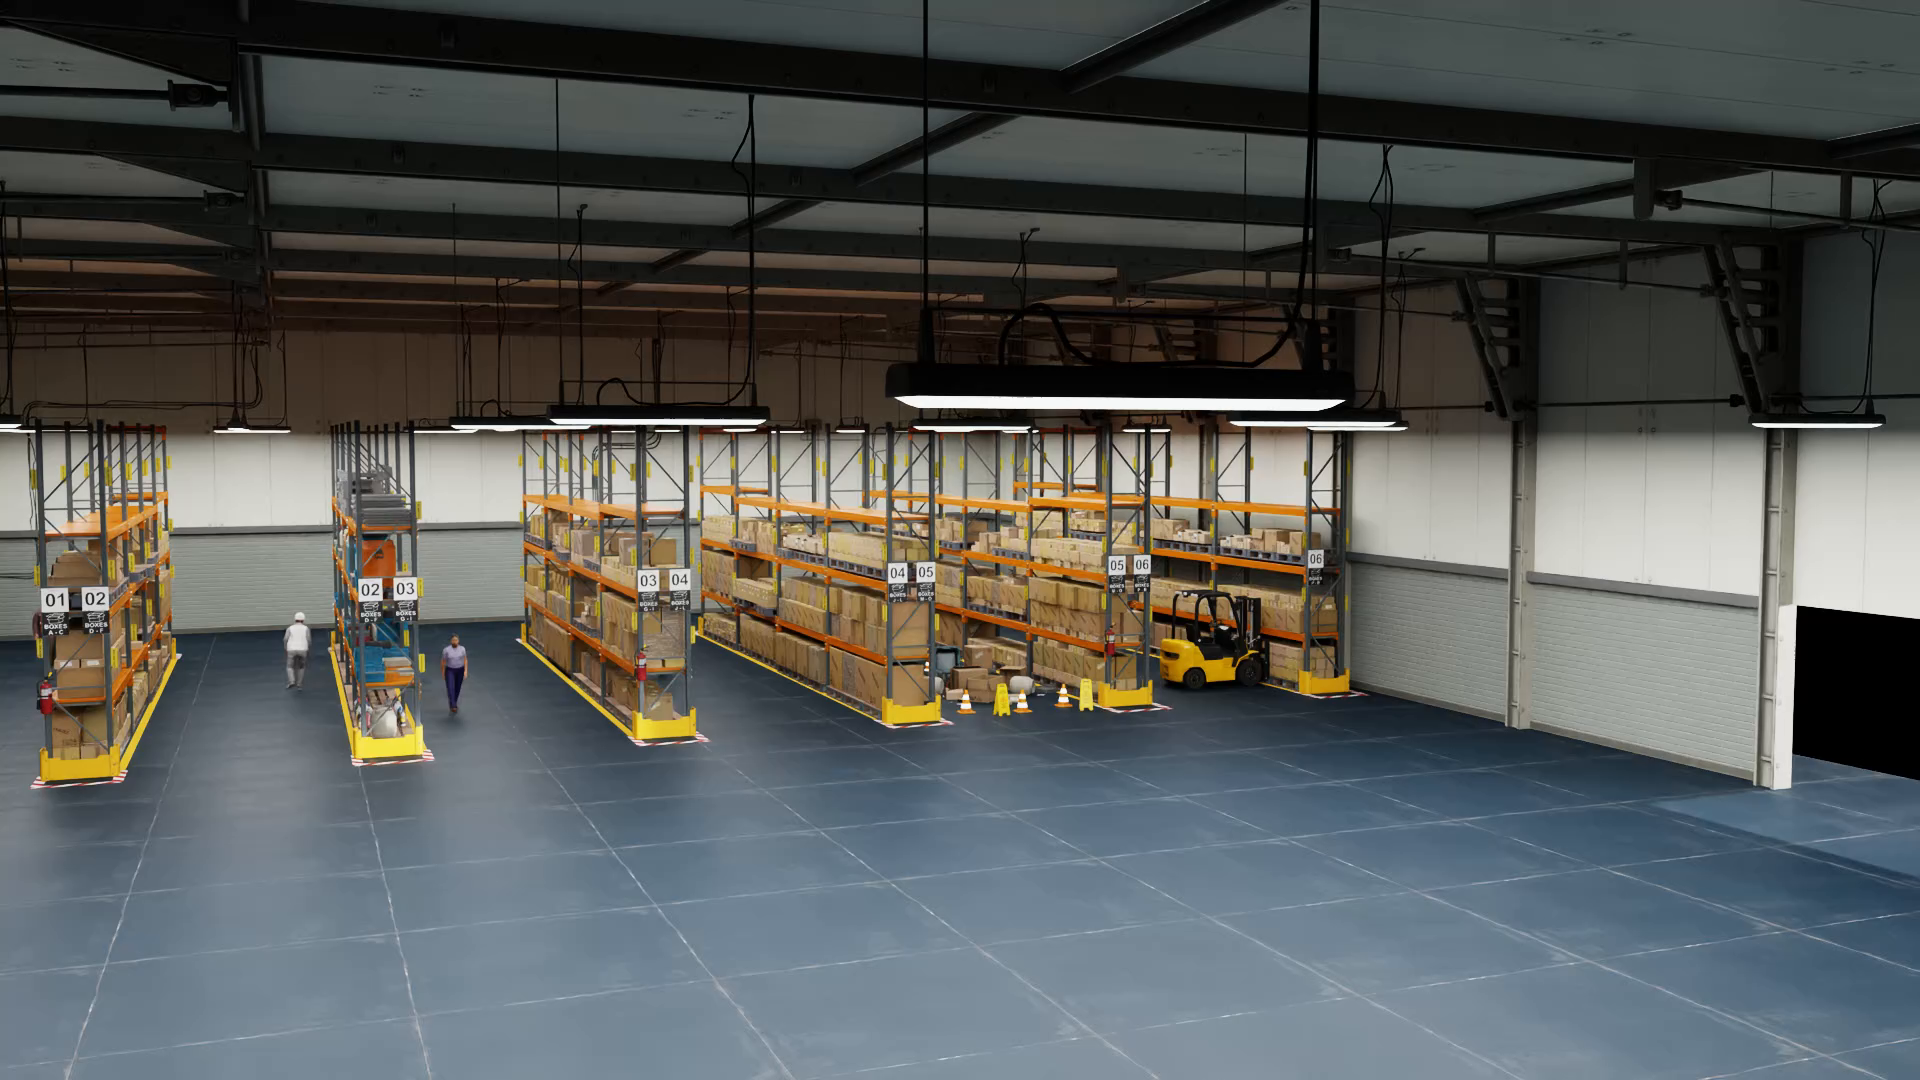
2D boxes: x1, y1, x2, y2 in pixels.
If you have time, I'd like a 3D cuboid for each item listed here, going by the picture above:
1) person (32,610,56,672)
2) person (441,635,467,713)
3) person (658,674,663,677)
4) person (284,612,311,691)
[{"bbox_3d":[-22.247,2.316,40.437,0.535,1.718,1.157,-1,4,-20],"label":"person"},{"bbox_3d":[-10.445,2.754,34.423,0.516,1.588,0.993,-3,5,-40],"label":"person"},{"bbox_3d":[-7.145,2.396,39.724,0.622,1.709,0.625,-2,4,-35],"label":"person"},{"bbox_3d":[-14.900,2.513,37.403,0.588,1.755,0.653,-1,4,-17],"label":"person"}]
